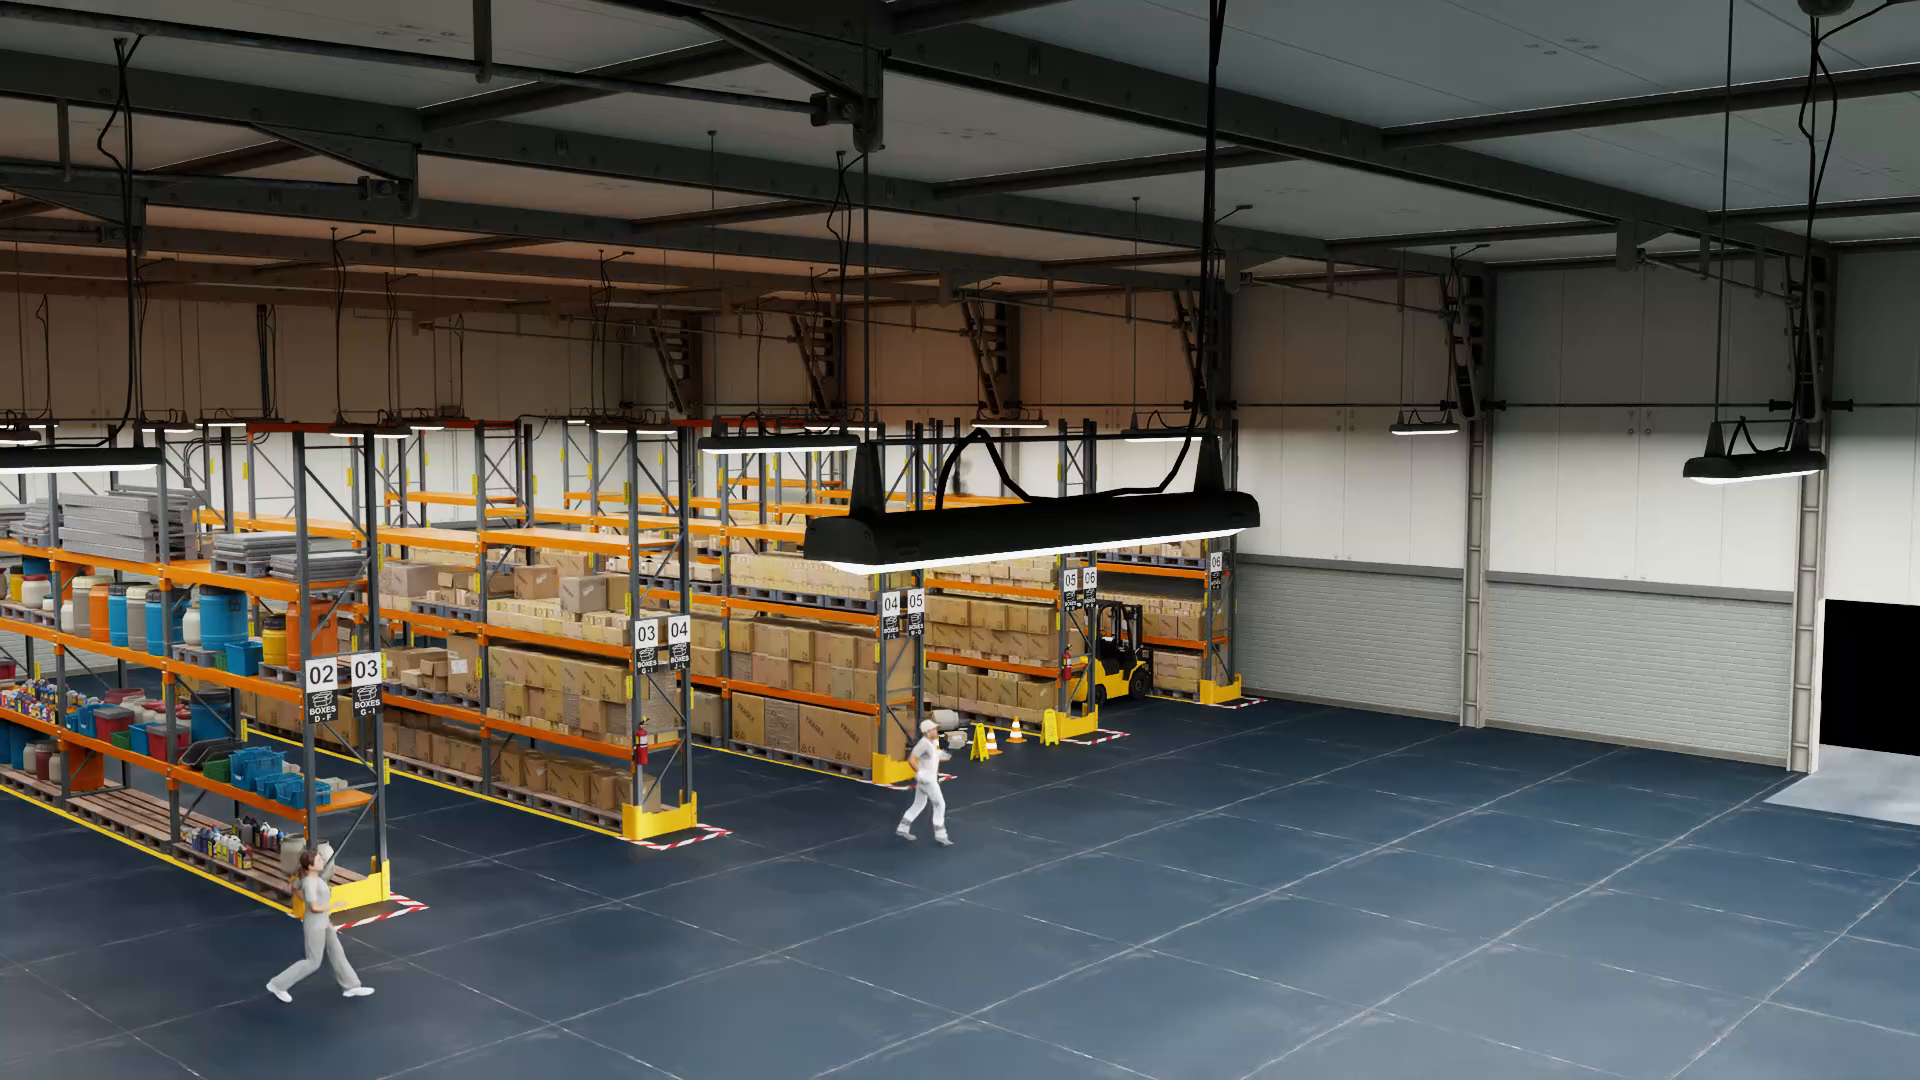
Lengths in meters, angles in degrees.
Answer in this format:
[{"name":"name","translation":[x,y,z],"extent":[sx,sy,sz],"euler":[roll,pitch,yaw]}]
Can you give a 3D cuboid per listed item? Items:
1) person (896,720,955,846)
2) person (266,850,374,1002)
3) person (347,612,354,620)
[{"name":"person","translation":[-0.509,3.487,23.898],"extent":[0.845,1.838,0.623],"euler":[-1,5,-7]},{"name":"person","translation":[-6.734,4.049,17.465],"extent":[1.053,1.626,0.581],"euler":[-2,5,-20]},{"name":"person","translation":[-14.037,2.335,38.408],"extent":[0.686,1.709,0.590],"euler":[0,5,3]}]
